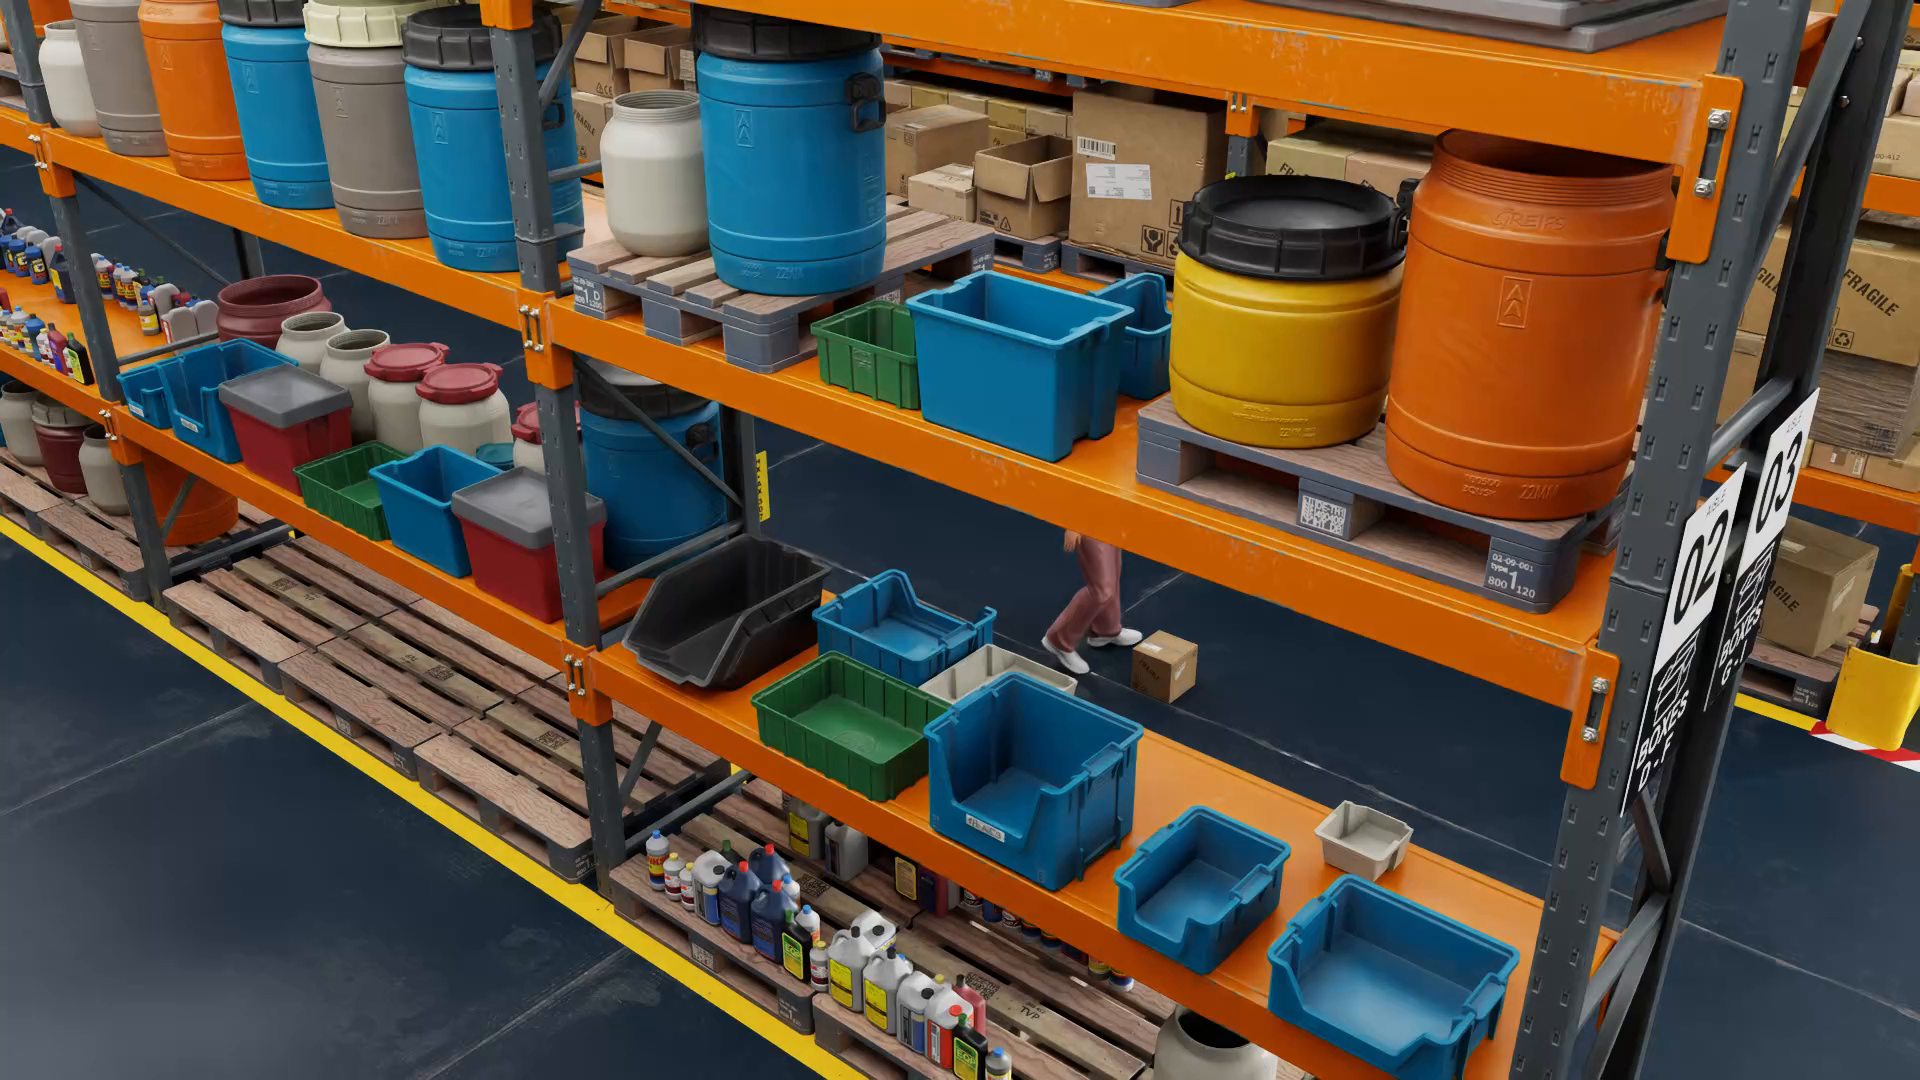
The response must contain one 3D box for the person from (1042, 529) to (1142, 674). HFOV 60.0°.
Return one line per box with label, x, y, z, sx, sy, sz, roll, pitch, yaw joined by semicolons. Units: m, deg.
person;0.726;-0.115;8.814;0.457;1.668;0.549;11;29;19
